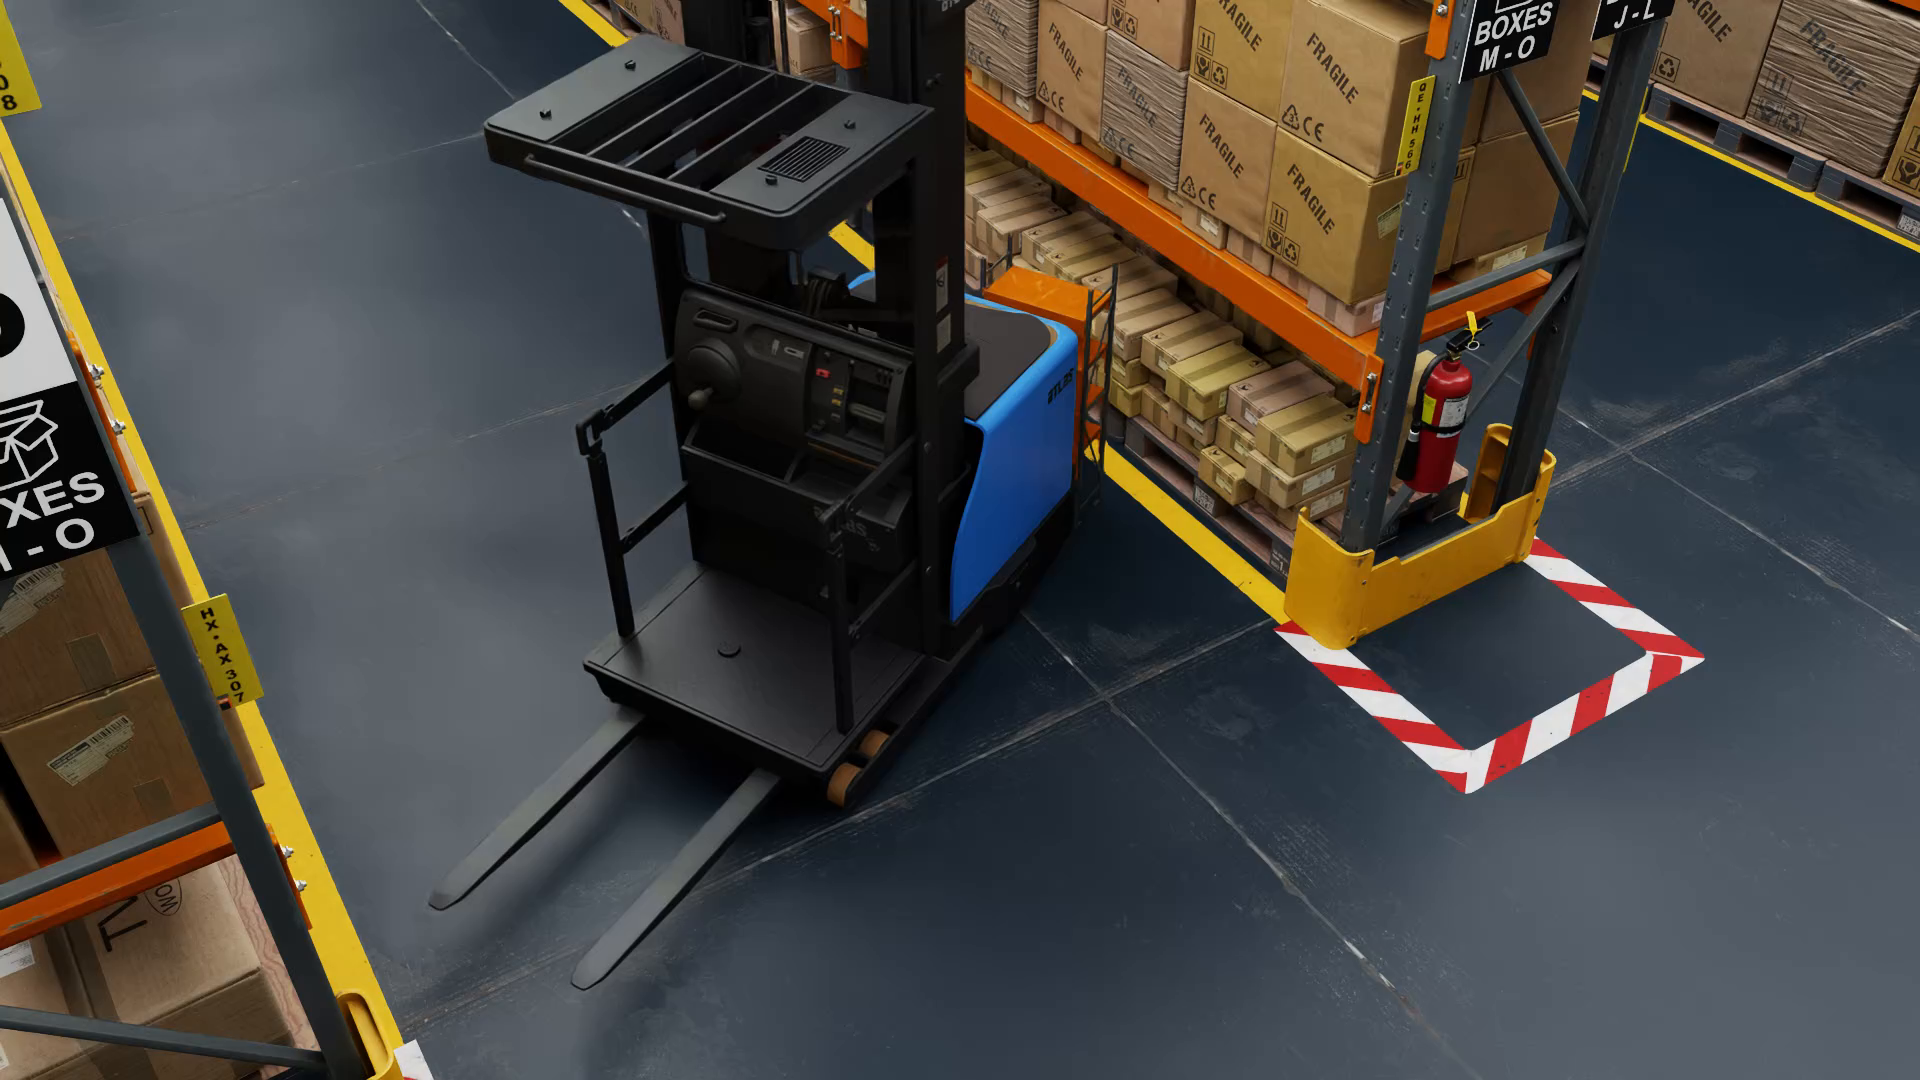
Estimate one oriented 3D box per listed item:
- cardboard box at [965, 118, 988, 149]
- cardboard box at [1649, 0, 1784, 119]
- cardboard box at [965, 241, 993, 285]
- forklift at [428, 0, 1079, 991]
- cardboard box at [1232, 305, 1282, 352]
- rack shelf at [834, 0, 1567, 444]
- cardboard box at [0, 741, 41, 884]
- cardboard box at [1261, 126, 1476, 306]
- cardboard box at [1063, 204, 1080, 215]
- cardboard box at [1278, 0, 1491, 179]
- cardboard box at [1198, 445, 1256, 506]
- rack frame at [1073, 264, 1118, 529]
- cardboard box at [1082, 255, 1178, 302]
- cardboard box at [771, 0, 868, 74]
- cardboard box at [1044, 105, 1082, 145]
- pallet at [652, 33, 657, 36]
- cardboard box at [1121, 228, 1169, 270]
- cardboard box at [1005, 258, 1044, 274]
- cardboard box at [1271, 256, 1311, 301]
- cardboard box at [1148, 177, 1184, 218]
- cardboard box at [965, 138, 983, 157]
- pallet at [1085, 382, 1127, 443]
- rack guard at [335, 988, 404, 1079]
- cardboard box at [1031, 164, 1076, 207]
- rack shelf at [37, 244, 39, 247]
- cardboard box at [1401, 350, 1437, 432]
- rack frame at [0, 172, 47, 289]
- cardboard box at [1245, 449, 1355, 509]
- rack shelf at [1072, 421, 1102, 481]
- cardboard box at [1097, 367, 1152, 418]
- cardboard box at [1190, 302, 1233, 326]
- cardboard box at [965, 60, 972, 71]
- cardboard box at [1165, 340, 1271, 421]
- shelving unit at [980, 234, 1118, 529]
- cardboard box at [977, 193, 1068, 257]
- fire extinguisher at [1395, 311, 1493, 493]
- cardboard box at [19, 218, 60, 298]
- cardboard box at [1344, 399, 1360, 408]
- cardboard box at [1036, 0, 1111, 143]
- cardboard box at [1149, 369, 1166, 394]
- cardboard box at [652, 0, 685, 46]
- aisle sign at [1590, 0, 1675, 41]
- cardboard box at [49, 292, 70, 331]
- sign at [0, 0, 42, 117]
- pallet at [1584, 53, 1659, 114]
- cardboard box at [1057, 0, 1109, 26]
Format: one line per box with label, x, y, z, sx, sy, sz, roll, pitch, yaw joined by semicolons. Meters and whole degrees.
cardboard box;0.203;-2.295;9.096;0.380;0.149;0.250;-21;44;-23
cardboard box;4.800;-3.231;10.116;0.875;0.875;0.875;-22;45;-24
cardboard box;0.216;-1.482;8.585;0.380;0.149;0.250;-23;45;-25
forklift;-0.696;-0.486;5.544;1.130;2.935;3.031;21;44;23
cardboard box;1.467;-1.031;7.579;0.380;0.149;0.250;-24;46;-26
rack shelf;0.867;-1.747;7.566;1.077;0.370;4.000;-22;45;-24
cardboard box;-2.659;0.607;4.101;0.500;0.500;0.500;-22;45;-24
cardboard box;1.484;-1.251;6.097;0.500;0.500;0.500;-21;44;-24
cardboard box;0.750;-1.643;8.545;0.380;0.149;0.250;-21;44;-23
cardboard box;1.487;-1.642;5.786;0.500;0.500;0.500;-23;45;-25
cardboard box;1.260;-0.327;7.198;0.380;0.149;0.250;-21;44;-23
rack frame;0.569;-0.581;7.008;0.015;1.200;0.240;21;44;23
cardboard box;0.786;-1.157;7.729;0.380;0.149;0.250;-24;45;-26
cardboard box;-0.822;-2.907;9.435;0.500;0.250;0.500;-23;45;-25
cardboard box;0.601;-1.918;7.405;0.380;0.149;0.250;-21;44;-23
pallet;-1.288;-3.111;10.818;1.003;0.211;1.213;-22;45;-24
cardboard box;1.007;-1.445;8.075;0.380;0.149;0.250;-22;45;-24
cardboard box;0.443;-1.292;8.123;0.380;0.149;0.250;-23;45;-25
cardboard box;1.427;-1.073;6.391;0.380;0.149;0.250;-22;45;-24
cardboard box;1.006;-1.486;6.886;0.380;0.149;0.250;-24;46;-26
cardboard box;-0.099;-1.971;8.707;0.380;0.149;0.250;-20;44;-22
pallet;0.843;-1.022;8.312;1.003;0.211;1.213;-22;45;-24
rack guard;-2.163;1.788;4.714;1.175;0.500;0.348;-22;45;-24
cardboard box;0.587;-1.872;8.588;0.380;0.149;0.250;-21;44;-23
rack shelf;-5.403;-2.148;8.046;1.077;0.370;4.000;-22;45;-24
cardboard box;1.948;-0.639;7.107;0.380;0.149;0.250;-24;46;-26
rack frame;-2.176;-1.490;2.009;1.000;3.000;0.127;-22;45;-24
cardboard box;1.418;-0.311;6.947;0.380;0.149;0.250;-23;45;-25
rack shelf;0.358;-0.455;7.272;0.480;0.148;0.258;21;44;23
cardboard box;0.857;-0.744;7.698;0.380;0.149;0.250;-24;46;-26
cardboard box;1.302;-1.051;7.835;0.380;0.149;0.250;-24;46;-26
cardboard box;0.199;-2.353;7.927;0.380;0.149;0.250;-24;46;-26
cardboard box;1.111;-0.689;7.168;0.380;0.149;0.250;-23;45;-25
shelving unit;0.359;-0.661;7.104;0.503;1.200;0.258;21;44;23
cardboard box;0.306;-1.553;8.205;0.380;0.149;0.250;-21;44;-24
fire extinguisher;1.689;-0.476;5.830;0.296;0.674;0.183;-22;45;-24
cardboard box;-2.761;-0.517;4.668;0.500;0.500;0.500;-23;45;-25
cardboard box;1.778;-0.663;7.369;0.380;0.149;0.250;-22;45;-25
cardboard box;0.672;-2.074;7.085;0.500;0.500;0.500;-20;44;-22
cardboard box;1.080;-0.772;7.499;0.380;0.149;0.250;-23;45;-25
cardboard box;-1.640;-3.448;10.669;0.500;0.500;0.500;-23;45;-25
aisle sign;2.235;-2.007;5.284;0.394;0.787;0.004;-22;45;-24
cardboard box;-2.378;-0.441;4.070;0.380;0.149;0.250;-21;44;-23
sign;-1.705;-0.892;2.890;0.100;0.325;0.005;-22;45;-24
pallet;4.371;-3.247;10.982;1.003;0.211;1.213;-22;45;-24
cardboard box;0.640;-2.478;6.789;0.500;0.500;0.500;-24;45;-26
